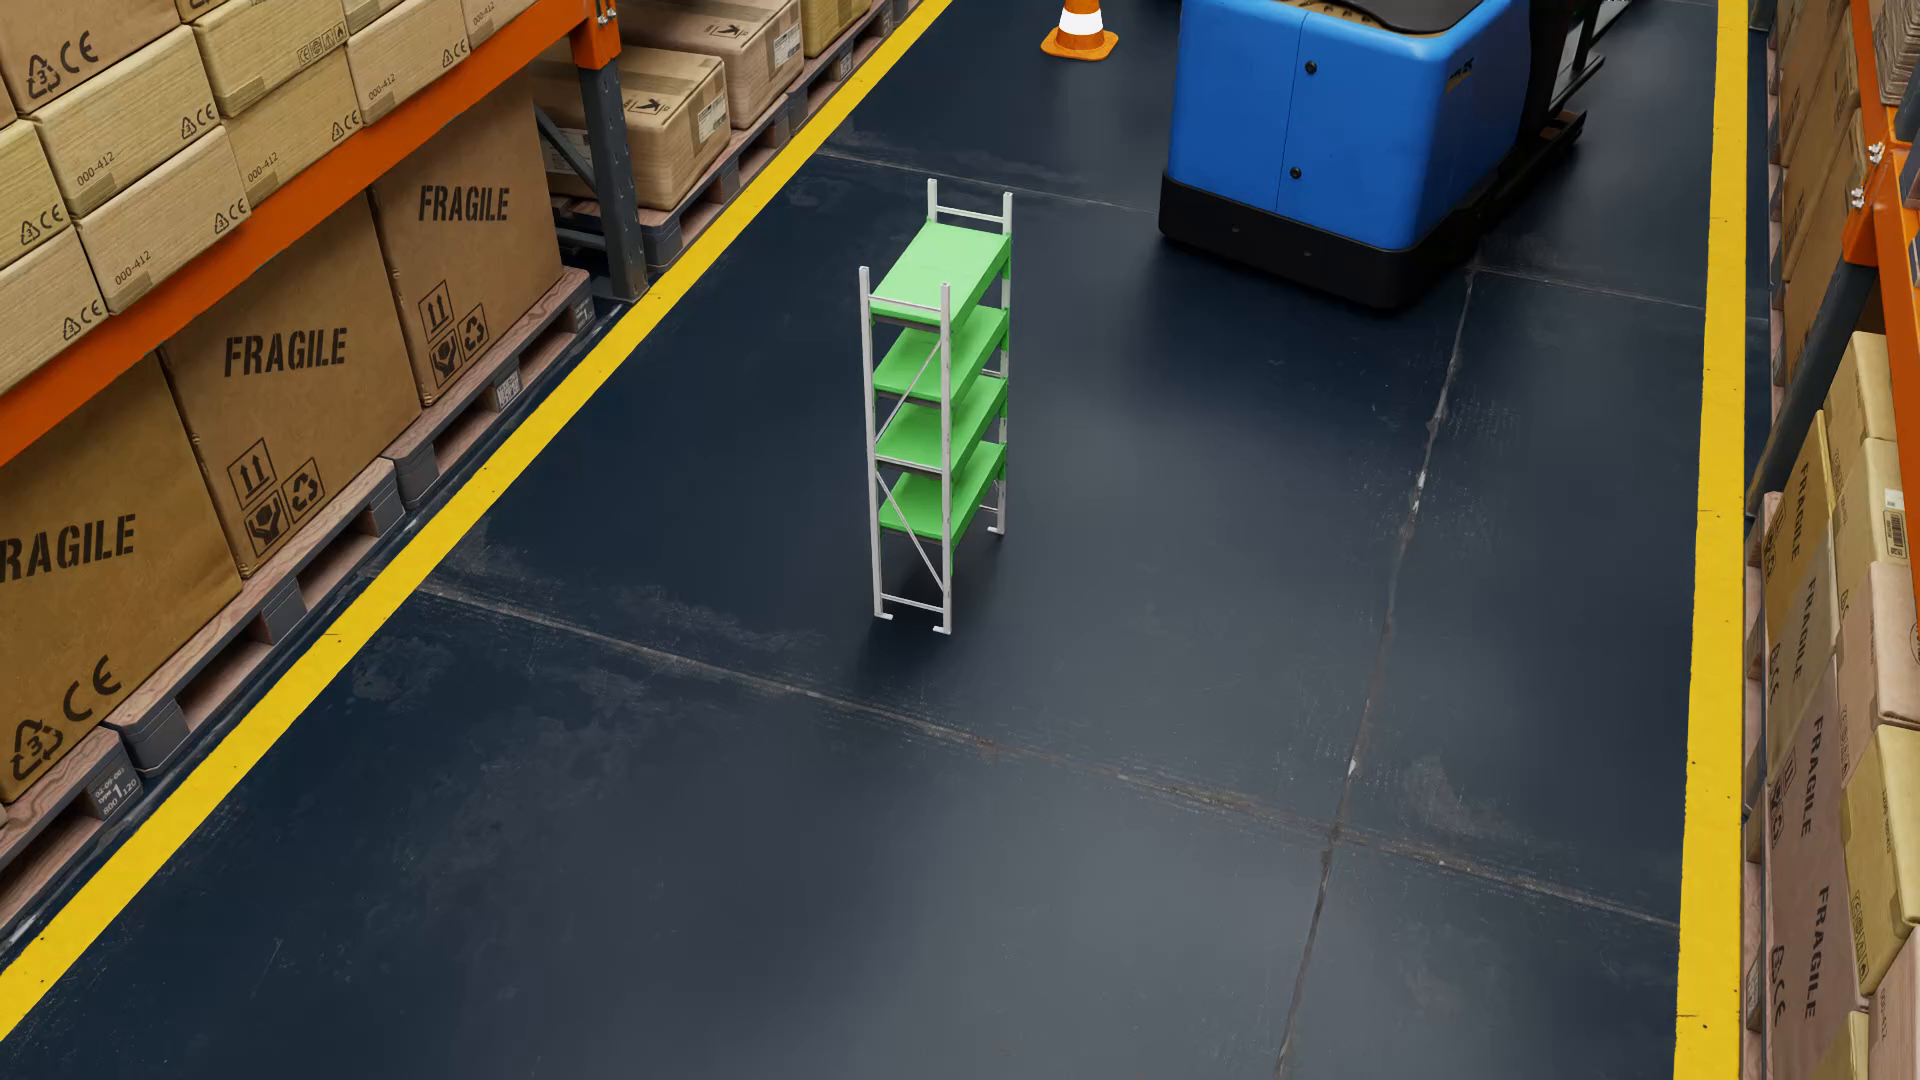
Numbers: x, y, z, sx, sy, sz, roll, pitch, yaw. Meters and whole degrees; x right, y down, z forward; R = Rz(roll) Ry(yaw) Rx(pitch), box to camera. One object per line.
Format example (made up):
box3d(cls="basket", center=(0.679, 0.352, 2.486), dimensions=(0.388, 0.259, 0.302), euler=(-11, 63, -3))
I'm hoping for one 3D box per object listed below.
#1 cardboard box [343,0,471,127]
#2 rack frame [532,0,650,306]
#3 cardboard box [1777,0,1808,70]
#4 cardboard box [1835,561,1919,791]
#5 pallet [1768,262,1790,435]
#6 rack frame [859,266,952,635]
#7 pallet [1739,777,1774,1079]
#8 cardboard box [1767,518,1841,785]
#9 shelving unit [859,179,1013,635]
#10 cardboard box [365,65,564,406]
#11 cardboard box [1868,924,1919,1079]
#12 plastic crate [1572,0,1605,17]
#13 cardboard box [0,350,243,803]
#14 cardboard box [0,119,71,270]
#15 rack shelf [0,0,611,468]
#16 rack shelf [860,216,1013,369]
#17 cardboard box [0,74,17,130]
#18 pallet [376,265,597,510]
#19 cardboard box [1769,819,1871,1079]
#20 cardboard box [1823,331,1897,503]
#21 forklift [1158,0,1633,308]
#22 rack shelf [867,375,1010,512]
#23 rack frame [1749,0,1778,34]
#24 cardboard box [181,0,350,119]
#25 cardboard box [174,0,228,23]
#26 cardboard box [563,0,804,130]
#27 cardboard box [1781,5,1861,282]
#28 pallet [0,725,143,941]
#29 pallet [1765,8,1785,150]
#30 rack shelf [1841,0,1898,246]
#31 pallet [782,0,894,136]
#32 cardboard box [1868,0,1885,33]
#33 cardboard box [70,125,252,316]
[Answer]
box3d(cls="cardboard box", center=(-1.768, -1.435, 4.737), dimensions=(0.500, 0.250, 0.500), euler=(14, 42, 16))
box3d(cls="rack frame", center=(-1.679, -2.173, 5.486), dimensions=(1.000, 3.000, 0.127), euler=(13, 42, 15))
box3d(cls="cardboard box", center=(4.247, -2.481, 7.257), dimensions=(1.050, 0.750, 0.750), euler=(13, 42, 15))
box3d(cls="cardboard box", center=(2.189, 0.345, 3.560), dimensions=(0.500, 0.250, 0.500), euler=(14, 42, 15))
box3d(cls="pallet", center=(3.348, -0.540, 5.720), dimensions=(1.003, 0.211, 1.213), euler=(13, 42, 15))
box3d(cls="rack frame", center=(-0.140, -0.207, 4.568), dimensions=(0.240, 1.200, 0.015), euler=(13, 42, 15))
box3d(cls="pallet", center=(2.320, 1.142, 3.748), dimensions=(1.003, 0.211, 1.213), euler=(13, 42, 15))
box3d(cls="cardboard box", center=(2.357, 0.337, 4.146), dimensions=(0.500, 0.500, 0.500), euler=(14, 42, 16))
box3d(cls="shelving unit", center=(-0.057, -0.355, 4.742), dimensions=(0.258, 1.200, 0.503), euler=(13, 42, 15))
box3d(cls="cardboard box", center=(-1.993, -1.122, 5.568), dimensions=(0.875, 0.875, 0.875), euler=(13, 42, 15))
box3d(cls="cardboard box", center=(1.845, 0.988, 2.805), dimensions=(0.500, 0.250, 0.500), euler=(15, 43, 17))
box3d(cls="plastic crate", center=(3.203, -2.925, 8.490), dimensions=(0.662, 0.188, 0.450), euler=(-29, 58, -29))
box3d(cls="cardboard box", center=(-2.608, -0.034, 4.292), dimensions=(0.875, 0.875, 0.875), euler=(14, 43, 16))
box3d(cls="cardboard box", center=(-2.282, -0.699, 3.488), dimensions=(0.500, 0.250, 0.500), euler=(14, 42, 16))
box3d(cls="rack shelf", center=(-2.363, -0.680, 4.290), dimensions=(1.077, 0.370, 4.000), euler=(13, 42, 15))
box3d(cls="rack shelf", center=(-0.057, -0.672, 4.472), dimensions=(0.258, 0.148, 0.480), euler=(13, 42, 15))
box3d(cls="cardboard box", center=(-2.304, -0.979, 3.238), dimensions=(0.500, 0.500, 0.500), euler=(12, 42, 14))
box3d(cls="pallet", center=(-2.019, -0.648, 5.847), dimensions=(1.003, 0.211, 1.213), euler=(13, 42, 15))
box3d(cls="cardboard box", center=(2.011, 0.962, 3.413), dimensions=(0.500, 0.500, 0.500), euler=(12, 42, 14))
box3d(cls="cardboard box", center=(2.544, -0.264, 4.273), dimensions=(0.500, 0.250, 0.500), euler=(11, 42, 13))
box3d(cls="forklift", center=(2.059, -2.883, 6.370), dimensions=(1.130, 2.935, 3.031), euler=(25, 47, 27))
box3d(cls="rack shelf", center=(-0.057, -0.307, 4.784), dimensions=(0.258, 0.148, 0.480), euler=(13, 42, 15))
box3d(cls="rack frame", center=(4.375, -3.576, 7.130), dimensions=(1.000, 3.000, 0.127), euler=(13, 42, 15))
box3d(cls="cardboard box", center=(-1.934, -1.324, 4.222), dimensions=(0.500, 0.250, 0.500), euler=(12, 42, 14))
box3d(cls="cardboard box", center=(-1.954, -1.602, 3.970), dimensions=(0.500, 0.500, 0.500), euler=(13, 42, 15))
box3d(cls="cardboard box", center=(-1.232, -2.128, 7.134), dimensions=(0.950, 0.372, 0.625), euler=(13, 42, 14))
box3d(cls="cardboard box", center=(3.596, -1.326, 5.903), dimensions=(1.050, 0.750, 0.750), euler=(14, 42, 16))
box3d(cls="pallet", center=(-2.854, 0.840, 4.103), dimensions=(1.003, 0.211, 1.213), euler=(13, 42, 15))
box3d(cls="pallet", center=(4.182, -2.028, 7.464), dimensions=(1.003, 0.211, 1.213), euler=(13, 42, 15))
box3d(cls="rack shelf", center=(3.691, -2.083, 5.934), dimensions=(1.077, 0.370, 4.000), euler=(13, 42, 15))
box3d(cls="pallet", center=(-0.992, -2.330, 7.819), dimensions=(1.003, 0.211, 1.213), euler=(13, 42, 15))
box3d(cls="cardboard box", center=(3.081, -1.813, 4.986), dimensions=(0.500, 0.500, 0.500), euler=(13, 42, 15))
box3d(cls="cardboard box", center=(-2.103, -0.814, 4.009), dimensions=(0.500, 0.250, 0.500), euler=(13, 42, 14))
